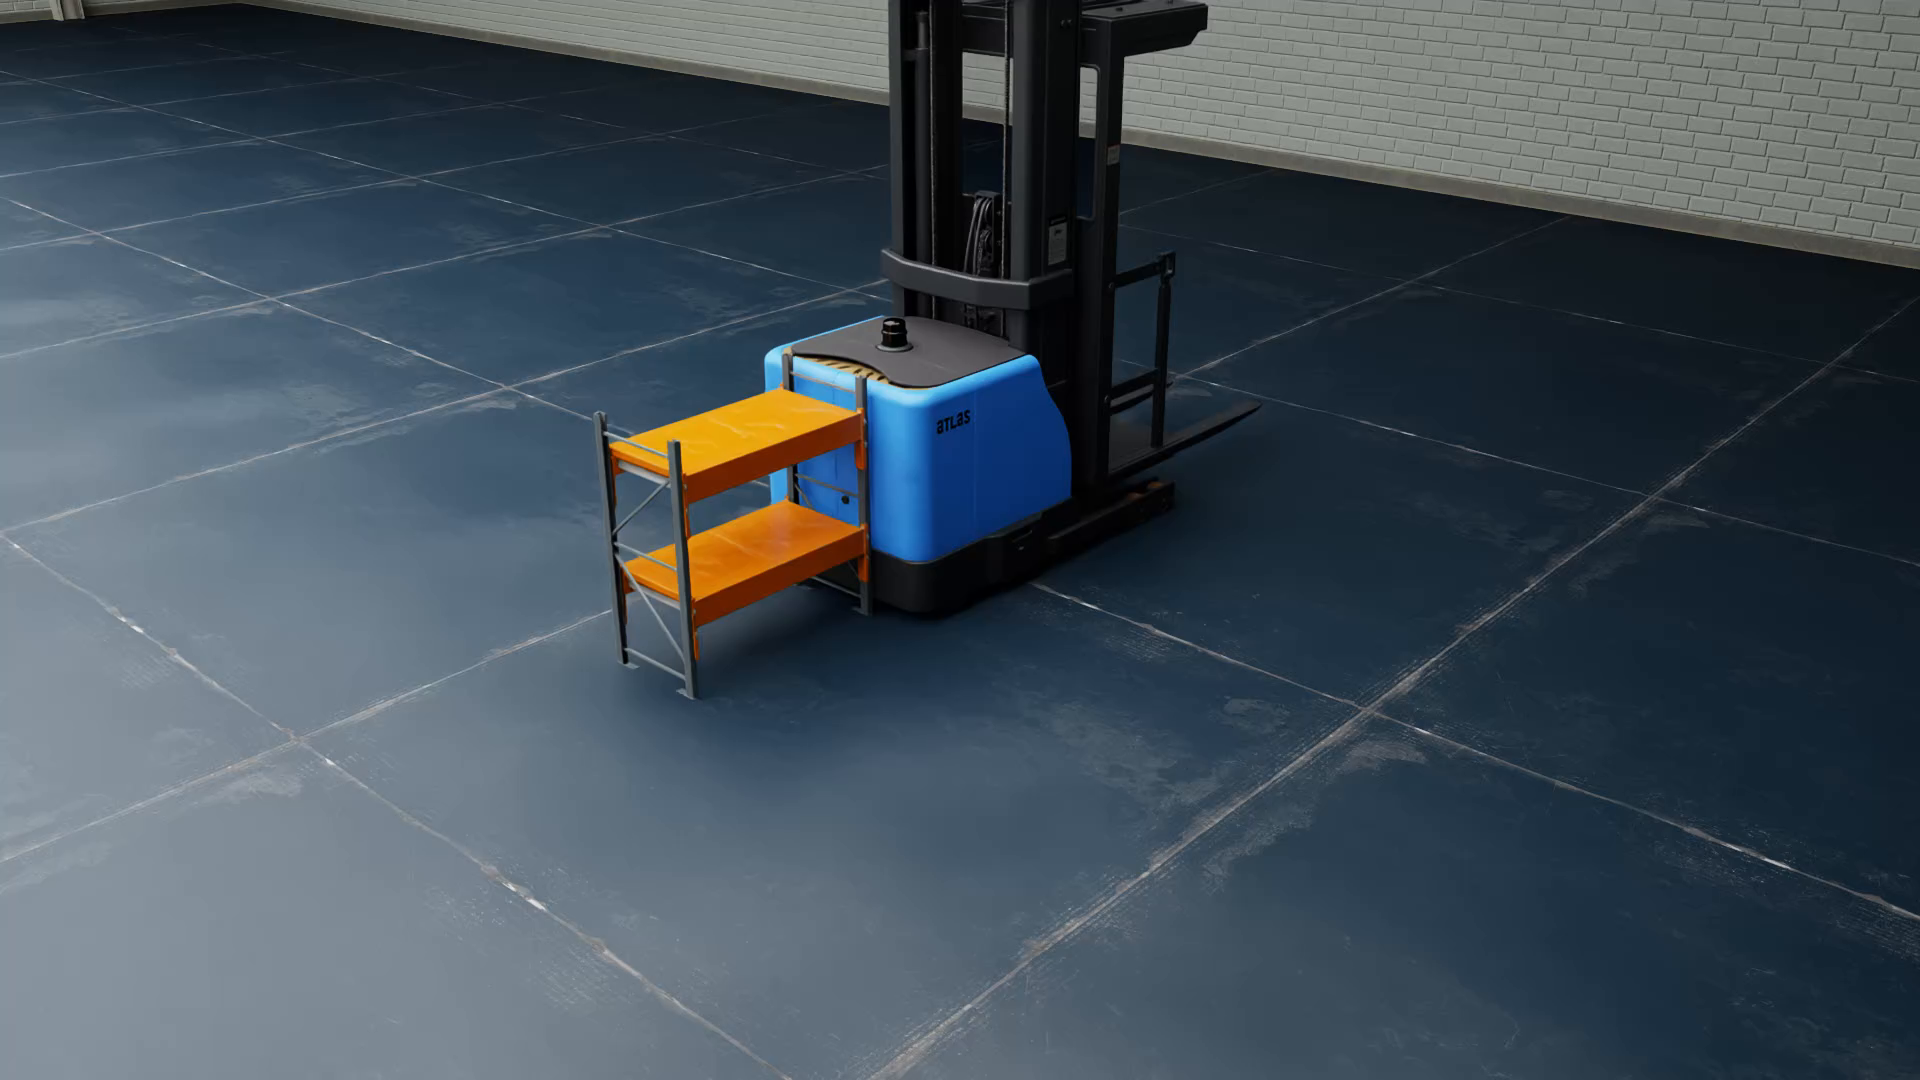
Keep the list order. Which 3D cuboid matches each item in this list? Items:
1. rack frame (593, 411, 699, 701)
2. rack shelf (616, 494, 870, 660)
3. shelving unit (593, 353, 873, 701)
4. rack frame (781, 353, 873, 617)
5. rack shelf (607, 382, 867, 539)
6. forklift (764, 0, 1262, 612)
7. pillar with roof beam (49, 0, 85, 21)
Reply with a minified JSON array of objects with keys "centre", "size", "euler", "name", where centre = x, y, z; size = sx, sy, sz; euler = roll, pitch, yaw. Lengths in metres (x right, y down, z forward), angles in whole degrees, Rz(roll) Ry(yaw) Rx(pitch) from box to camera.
[{"centre":[-1.264,0.071,6.716],"size":[0.500,1.125,0.032],"euler":[20,31,37],"name":"rack frame"},{"centre":[-0.927,0.139,7.163],"size":[0.538,0.278,1.000],"euler":[20,31,37],"name":"rack shelf"},{"centre":[-0.927,-0.084,7.063],"size":[0.538,1.125,1.048],"euler":[20,31,37],"name":"shelving unit"},{"centre":[-0.590,-0.240,7.410],"size":[0.500,1.125,0.032],"euler":[20,31,37],"name":"rack frame"},{"centre":[-0.927,-0.351,6.943],"size":[0.538,0.278,1.000],"euler":[20,31,37],"name":"rack shelf"},{"centre":[0.453,-1.537,8.094],"size":[1.130,2.935,3.031],"euler":[20,31,38],"name":"forklift"},{"centre":[-11.491,-11.531,22.969],"size":[9.100,9.000,0.400],"euler":[20,31,38],"name":"pillar with roof beam"}]
